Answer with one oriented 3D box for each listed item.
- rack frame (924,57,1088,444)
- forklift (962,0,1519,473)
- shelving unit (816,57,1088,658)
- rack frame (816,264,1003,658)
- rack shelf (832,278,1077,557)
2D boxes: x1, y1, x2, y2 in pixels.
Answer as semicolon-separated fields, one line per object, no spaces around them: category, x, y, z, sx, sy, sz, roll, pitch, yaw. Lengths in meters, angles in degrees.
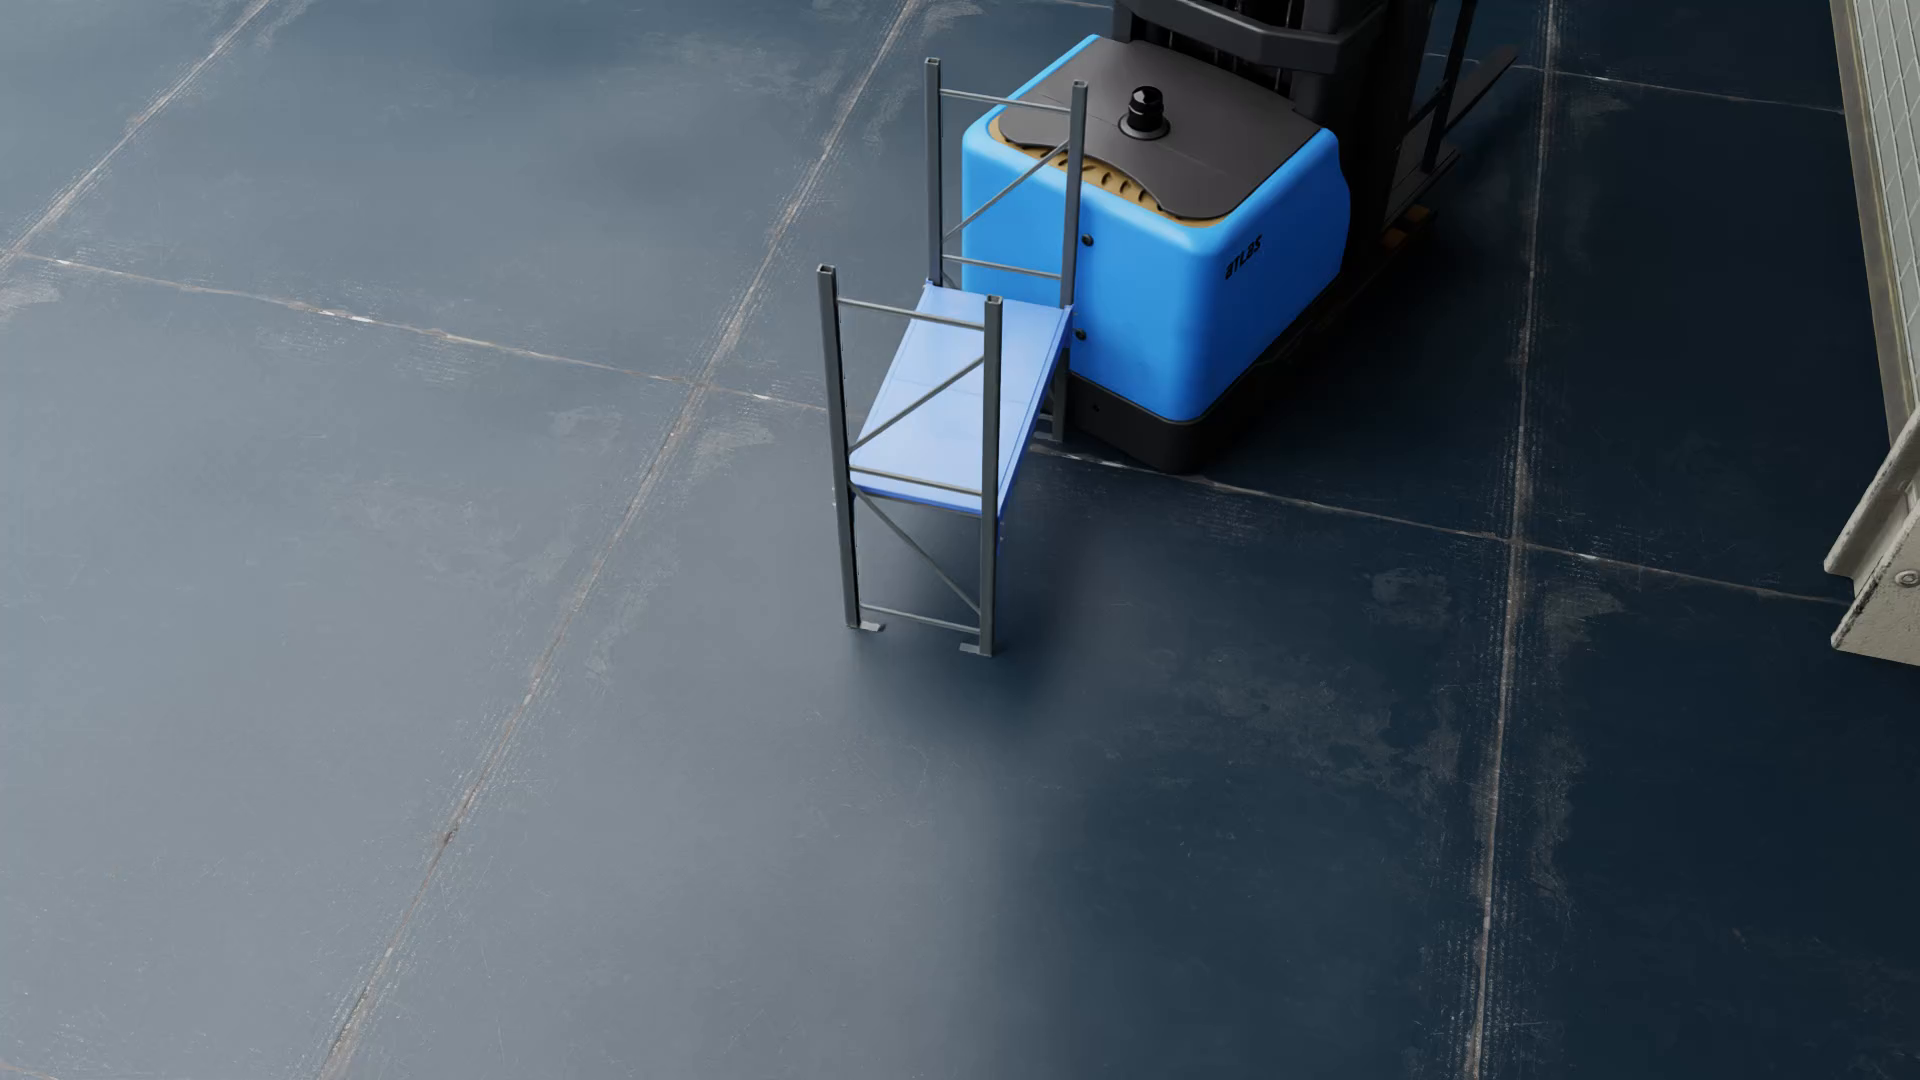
rack frame;0.137;-0.907;5.550;0.500;1.500;0.032;12;50;10
forklift;1.292;-2.264;5.793;1.130;2.935;3.031;30;55;24
shelving unit;0.002;-0.540;5.226;0.538;1.500;1.048;12;50;10
rack frame;-0.133;-0.172;4.902;0.500;1.500;0.032;12;50;10
rack shelf;0.002;-0.421;5.361;0.538;0.185;1.000;12;50;10
